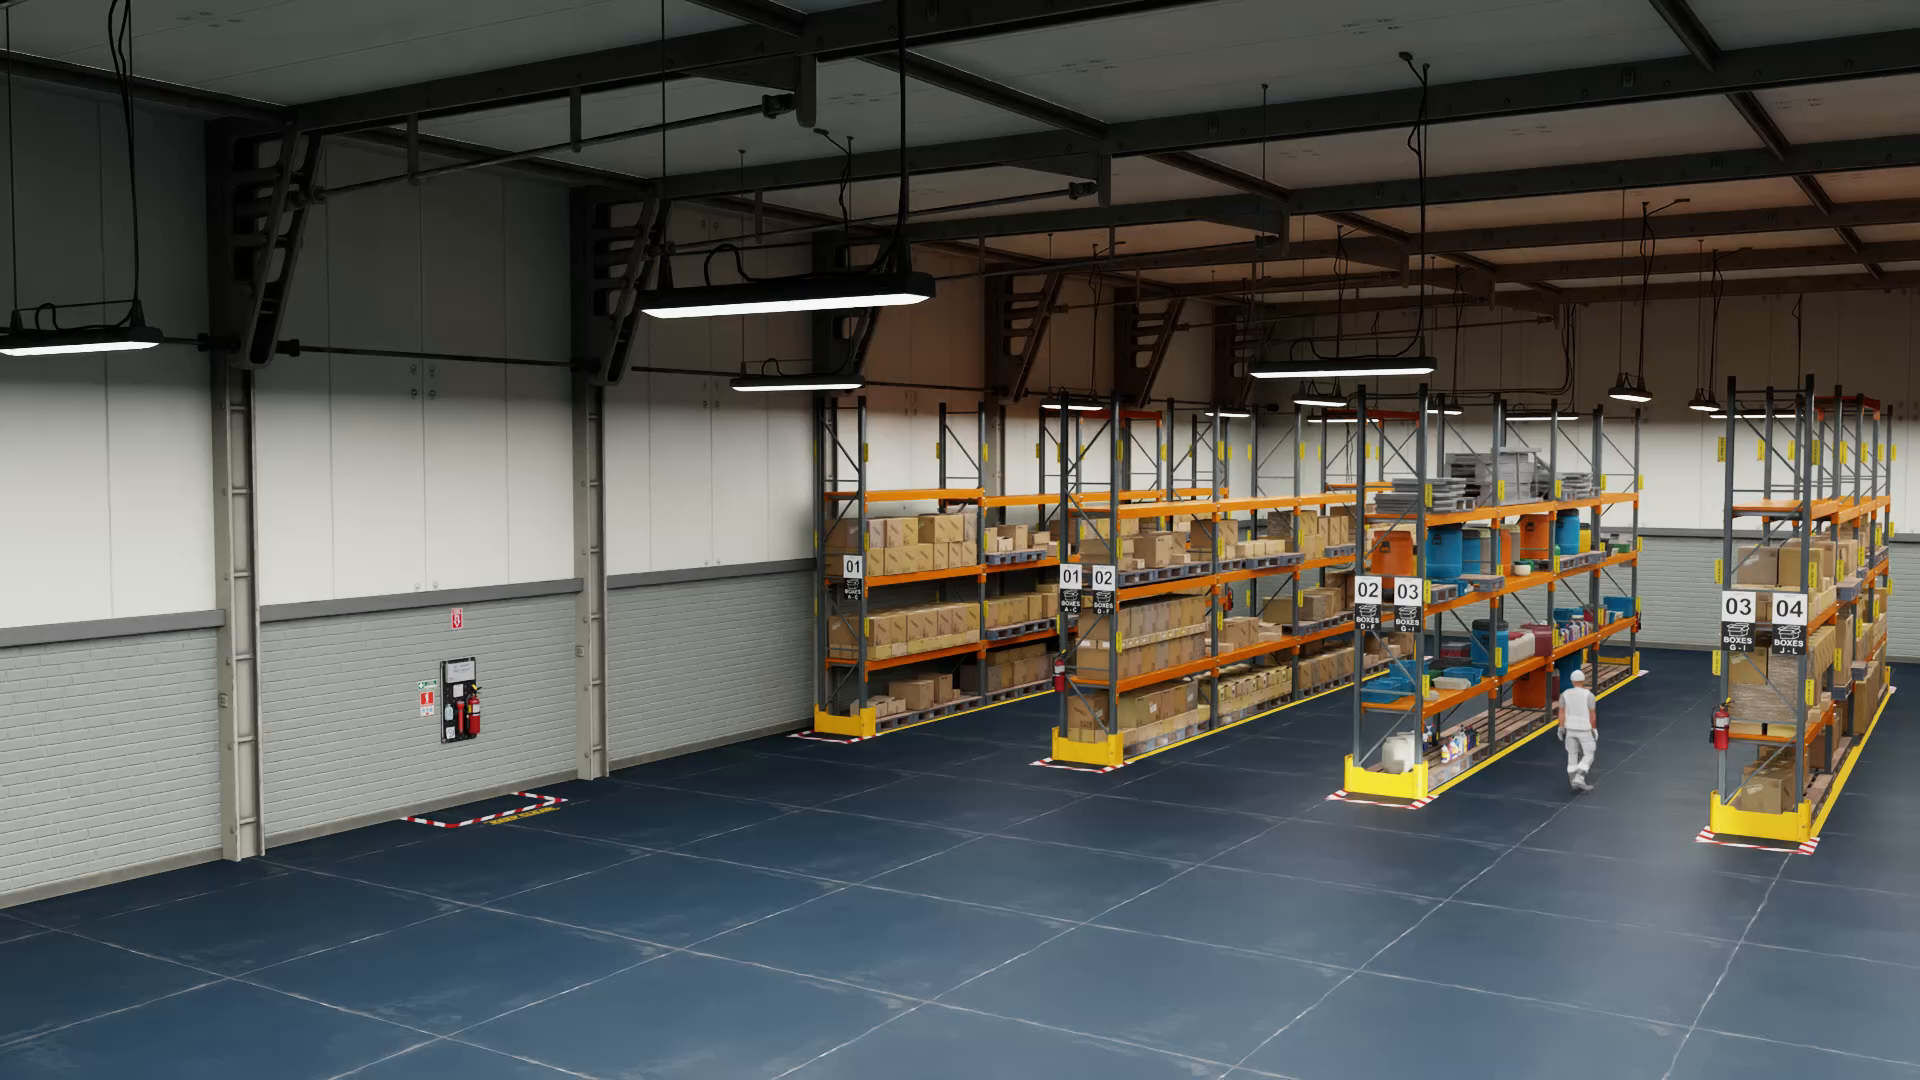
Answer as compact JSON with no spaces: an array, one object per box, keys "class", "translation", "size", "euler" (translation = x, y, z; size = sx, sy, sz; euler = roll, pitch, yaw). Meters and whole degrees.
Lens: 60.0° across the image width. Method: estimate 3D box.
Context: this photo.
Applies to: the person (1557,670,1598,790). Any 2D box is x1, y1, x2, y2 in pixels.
[{"class":"person","translation":[9.149,2.822,24.636],"size":[0.573,1.787,0.553],"euler":[2,4,36]}]
